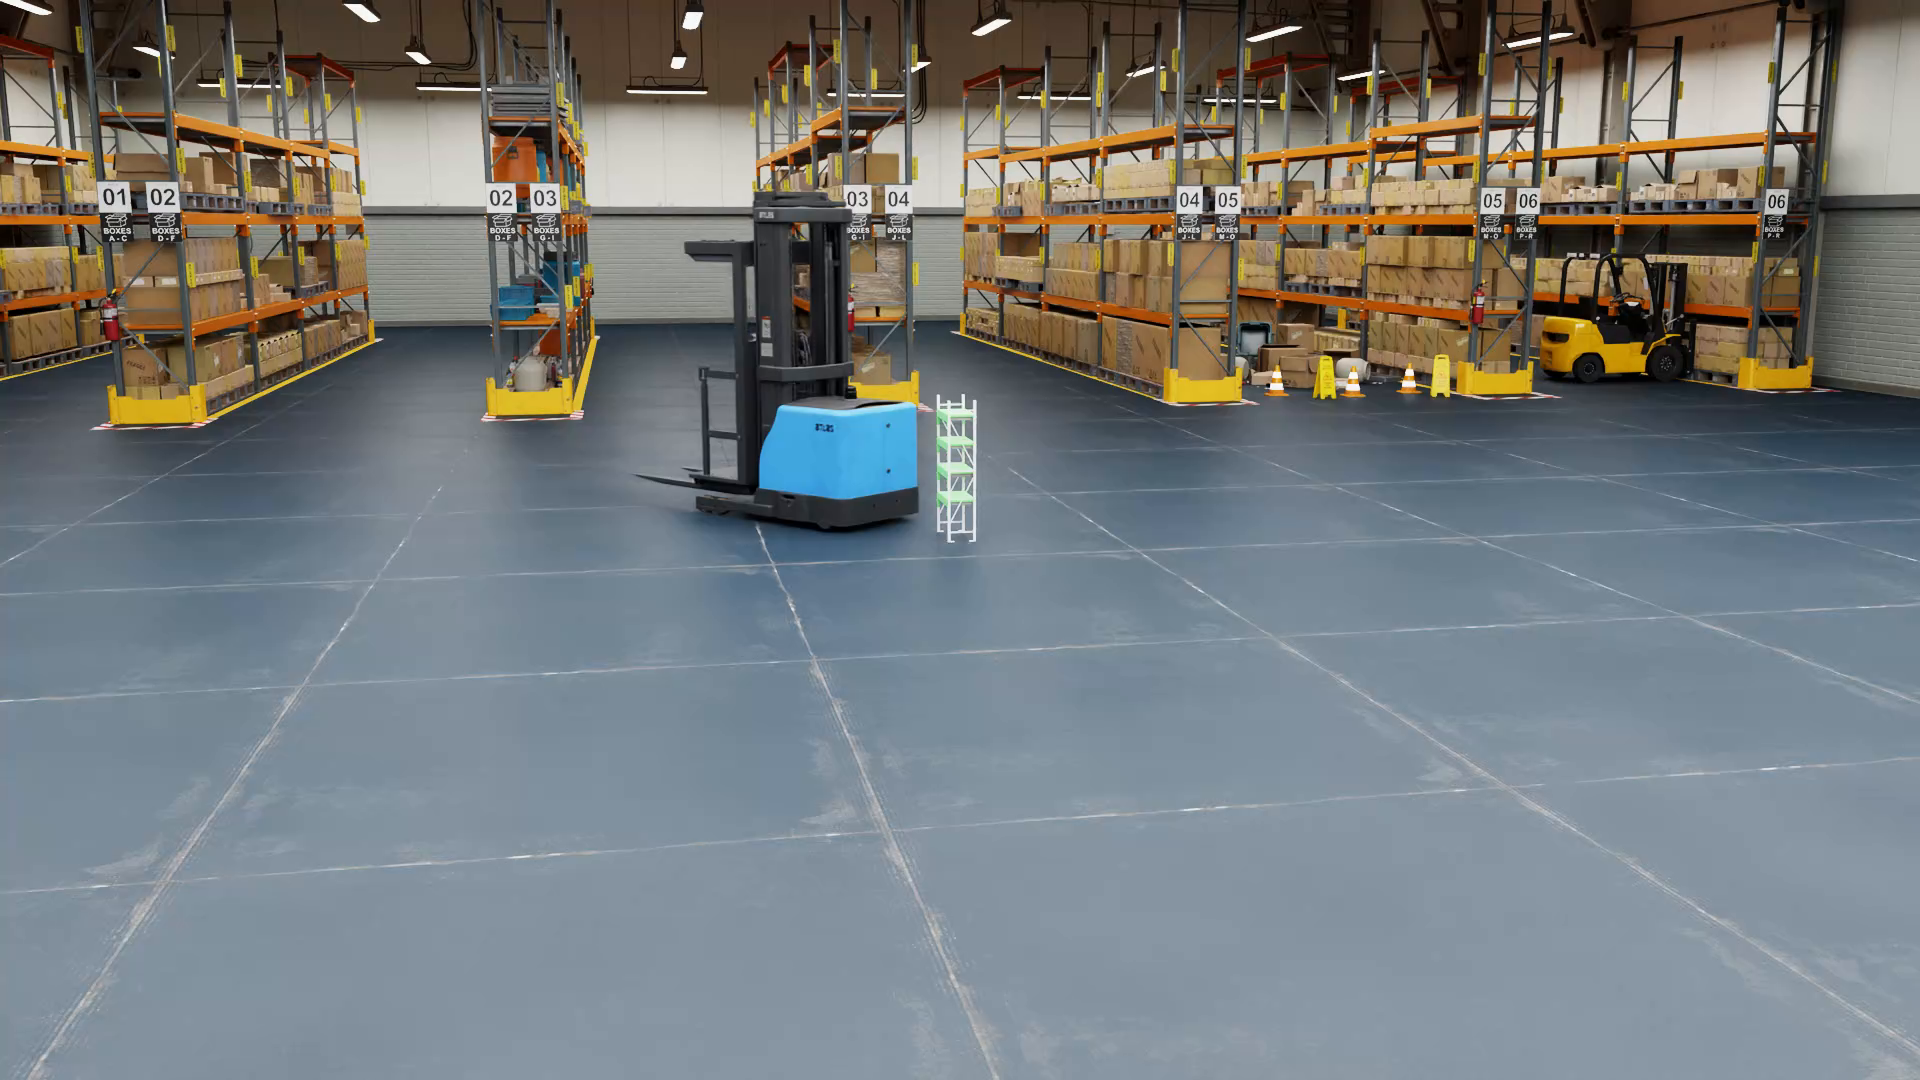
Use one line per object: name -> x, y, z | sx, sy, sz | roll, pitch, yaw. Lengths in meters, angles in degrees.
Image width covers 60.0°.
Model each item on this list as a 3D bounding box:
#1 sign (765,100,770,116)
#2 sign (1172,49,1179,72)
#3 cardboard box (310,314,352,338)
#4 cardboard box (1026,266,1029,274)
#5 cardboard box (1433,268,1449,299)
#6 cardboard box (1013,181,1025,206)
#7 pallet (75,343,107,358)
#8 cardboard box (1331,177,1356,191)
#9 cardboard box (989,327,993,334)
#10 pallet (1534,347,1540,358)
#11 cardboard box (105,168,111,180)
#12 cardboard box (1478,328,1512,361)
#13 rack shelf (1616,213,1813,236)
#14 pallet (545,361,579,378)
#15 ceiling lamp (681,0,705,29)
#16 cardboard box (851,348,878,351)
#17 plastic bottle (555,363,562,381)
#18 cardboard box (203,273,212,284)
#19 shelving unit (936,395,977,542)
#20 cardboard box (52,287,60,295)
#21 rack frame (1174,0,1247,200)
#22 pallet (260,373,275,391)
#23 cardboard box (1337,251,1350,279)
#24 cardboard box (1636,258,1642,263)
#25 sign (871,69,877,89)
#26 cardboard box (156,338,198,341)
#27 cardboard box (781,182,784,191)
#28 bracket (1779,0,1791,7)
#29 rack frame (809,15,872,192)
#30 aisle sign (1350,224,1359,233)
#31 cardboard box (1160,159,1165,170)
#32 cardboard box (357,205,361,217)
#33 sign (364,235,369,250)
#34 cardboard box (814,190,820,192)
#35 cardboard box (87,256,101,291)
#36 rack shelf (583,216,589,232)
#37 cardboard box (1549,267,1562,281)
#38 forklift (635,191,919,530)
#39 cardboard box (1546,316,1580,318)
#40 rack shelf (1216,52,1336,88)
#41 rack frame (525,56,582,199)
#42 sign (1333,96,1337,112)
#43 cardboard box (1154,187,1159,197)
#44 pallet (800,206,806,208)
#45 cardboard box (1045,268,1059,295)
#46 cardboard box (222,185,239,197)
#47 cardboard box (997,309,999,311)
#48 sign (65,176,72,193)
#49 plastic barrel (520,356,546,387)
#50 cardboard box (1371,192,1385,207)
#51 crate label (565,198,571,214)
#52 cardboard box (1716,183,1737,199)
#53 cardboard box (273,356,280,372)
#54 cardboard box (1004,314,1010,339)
sign -> -4.072, -9.114, 35.093 | 0.100, 0.325, 0.005 | -2, 11, -11
sign -> 3.161, -7.035, 24.379 | 0.100, 0.325, 0.005 | -2, 11, -11
cardboard box -> -13.611, -4.621, 35.951 | 0.797, 0.503, 0.637 | -2, 11, -11
cardboard box -> 1.544, -5.426, 33.436 | 0.380, 0.149, 0.250 | -2, 11, -9
cardboard box -> 8.063, -4.182, 27.085 | 0.500, 0.500, 0.500 | -2, 11, -11
cardboard box -> 1.533, -7.250, 34.845 | 0.797, 0.503, 0.637 | -2, 11, -12
pallet -> -18.170, -3.878, 34.007 | 1.003, 0.211, 1.213 | -2, 11, -11
cardboard box -> 7.296, -6.679, 31.183 | 0.500, 0.250, 0.500 | -2, 11, -10
cardboard box -> 0.868, -4.770, 37.737 | 0.380, 0.149, 0.250 | -2, 11, -13
pallet -> 12.200, -3.708, 33.116 | 1.003, 0.211, 1.213 | -2, 11, -11
cardboard box -> -18.381, -7.646, 35.331 | 0.500, 0.500, 0.500 | -2, 11, -9
cardboard box -> 8.641, -3.192, 27.169 | 0.500, 0.500, 0.500 | -3, 11, -13
rack shelf -> 13.011, -5.474, 28.834 | 1.077, 0.370, 4.000 | -2, 11, -11
pallet -> -7.257, -2.996, 29.371 | 1.003, 0.211, 1.213 | -2, 11, -11
ceiling lamp -> -4.054, -9.890, 26.481 | 0.800, 3.185, 2.000 | -2, 11, -11
cardboard box -> -1.547, -2.763, 26.250 | 0.500, 0.500, 0.500 | -1, 11, -6
plastic bottle -> -6.290, -2.645, 26.177 | 0.152, 0.276, 0.135 | -2, 11, -10
cardboard box -> -11.025, -3.769, 23.976 | 0.380, 0.149, 0.250 | -2, 11, -12
shelving unit -> -0.032, -0.620, 14.244 | 0.258, 1.200, 0.503 | -2, 11, -11
cardboard box -> -17.568, -4.799, 32.009 | 0.380, 0.149, 0.250 | -2, 11, -11
rack frame -> 3.696, -6.554, 24.564 | 1.000, 3.000, 0.127 | -2, 11, -11
pallet -> -11.867, -2.583, 27.203 | 1.003, 0.211, 1.213 | -2, 11, -11
cardboard box -> 7.341, -5.108, 30.825 | 0.500, 0.500, 0.500 | -2, 11, -11
cardboard box -> 12.550, -5.121, 30.281 | 0.380, 0.149, 0.250 | -2, 11, -10
sign -> -1.431, -7.640, 27.559 | 0.100, 0.325, 0.005 | -2, 11, -11
cardboard box -> -11.707, -2.763, 24.918 | 0.500, 0.500, 0.500 | -2, 11, -11
cardboard box -> -3.400, -7.269, 34.952 | 0.700, 0.500, 0.500 | -2, 11, -10
bracket -> 13.720, -8.926, 27.398 | 0.235, 0.232, 0.430 | -2, 11, -11
rack frame -> -1.967, -7.126, 27.568 | 1.000, 3.000, 0.127 | -2, 11, -11
aisle sign -> 9.987, -8.200, 42.304 | 0.394, 0.787, 0.004 | -2, 11, -11
cardboard box -> 3.250, -5.700, 25.246 | 0.380, 0.149, 0.250 | -2, 11, -11
cardboard box -> -13.660, -7.335, 37.092 | 0.500, 0.250, 0.500 | -2, 11, -11
sign -> -13.471, -6.761, 37.752 | 0.100, 0.325, 0.005 | -2, 11, -11
cardboard box -> -2.206, -5.704, 27.453 | 0.380, 0.149, 0.250 | -2, 11, -13
cardboard box -> -18.325, -5.487, 34.201 | 0.980, 0.700, 0.700 | -2, 11, -12
rack shelf -> -8.770, -6.953, 36.606 | 1.077, 0.370, 4.000 | -2, 11, -11
cardboard box -> 11.995, -5.254, 32.844 | 0.500, 0.250, 0.500 | -2, 11, -10
forklift -> -1.832, -1.731, 15.454 | 3.031, 2.935, 1.130 | 9, 14, 39
cardboard box -> 12.218, -4.136, 33.131 | 0.875, 0.625, 0.625 | -3, 11, -13
rack shelf -> 6.587, -9.866, 35.000 | 1.077, 0.370, 4.000 | -2, 11, -11
rack frame -> -8.381, -8.413, 34.331 | 1.000, 3.000, 0.127 | -2, 11, -11
sign -> 7.506, -8.739, 33.334 | 0.100, 0.325, 0.005 | -2, 11, -11
cardboard box -> 3.200, -5.355, 25.565 | 0.380, 0.149, 0.250 | -2, 11, -10
pallet -> -2.187, -5.867, 29.480 | 1.213, 0.211, 1.003 | -2, 11, -11
cardboard box -> 1.962, -5.031, 32.340 | 0.500, 0.500, 0.500 | -2, 11, -10
cardboard box -> -11.795, -5.539, 26.530 | 0.500, 0.250, 0.500 | -1, 11, -5
cardboard box -> 1.091, -5.411, 39.513 | 0.380, 0.149, 0.250 | -3, 11, -13
sign -> -17.569, -7.009, 32.754 | 0.100, 0.325, 0.005 | -2, 11, -11
plastic barrel -> -6.348, -2.459, 24.624 | 0.421, 0.512, 0.421 | 0, 11, 0
cardboard box -> 7.571, -5.995, 29.252 | 0.500, 0.250, 0.500 | -2, 11, -12
crate label -> -6.087, -5.021, 24.929 | 0.502, 0.251, 0.408 | -2, 11, -11
cardboard box -> 12.891, -5.837, 27.788 | 0.396, 0.266, 0.258 | -2, 11, -11
cardboard box -> -11.722, -2.946, 27.885 | 0.500, 0.250, 0.500 | -2, 11, -13
cardboard box -> 1.245, -4.641, 36.120 | 0.500, 0.500, 0.500 | -2, 11, -9
